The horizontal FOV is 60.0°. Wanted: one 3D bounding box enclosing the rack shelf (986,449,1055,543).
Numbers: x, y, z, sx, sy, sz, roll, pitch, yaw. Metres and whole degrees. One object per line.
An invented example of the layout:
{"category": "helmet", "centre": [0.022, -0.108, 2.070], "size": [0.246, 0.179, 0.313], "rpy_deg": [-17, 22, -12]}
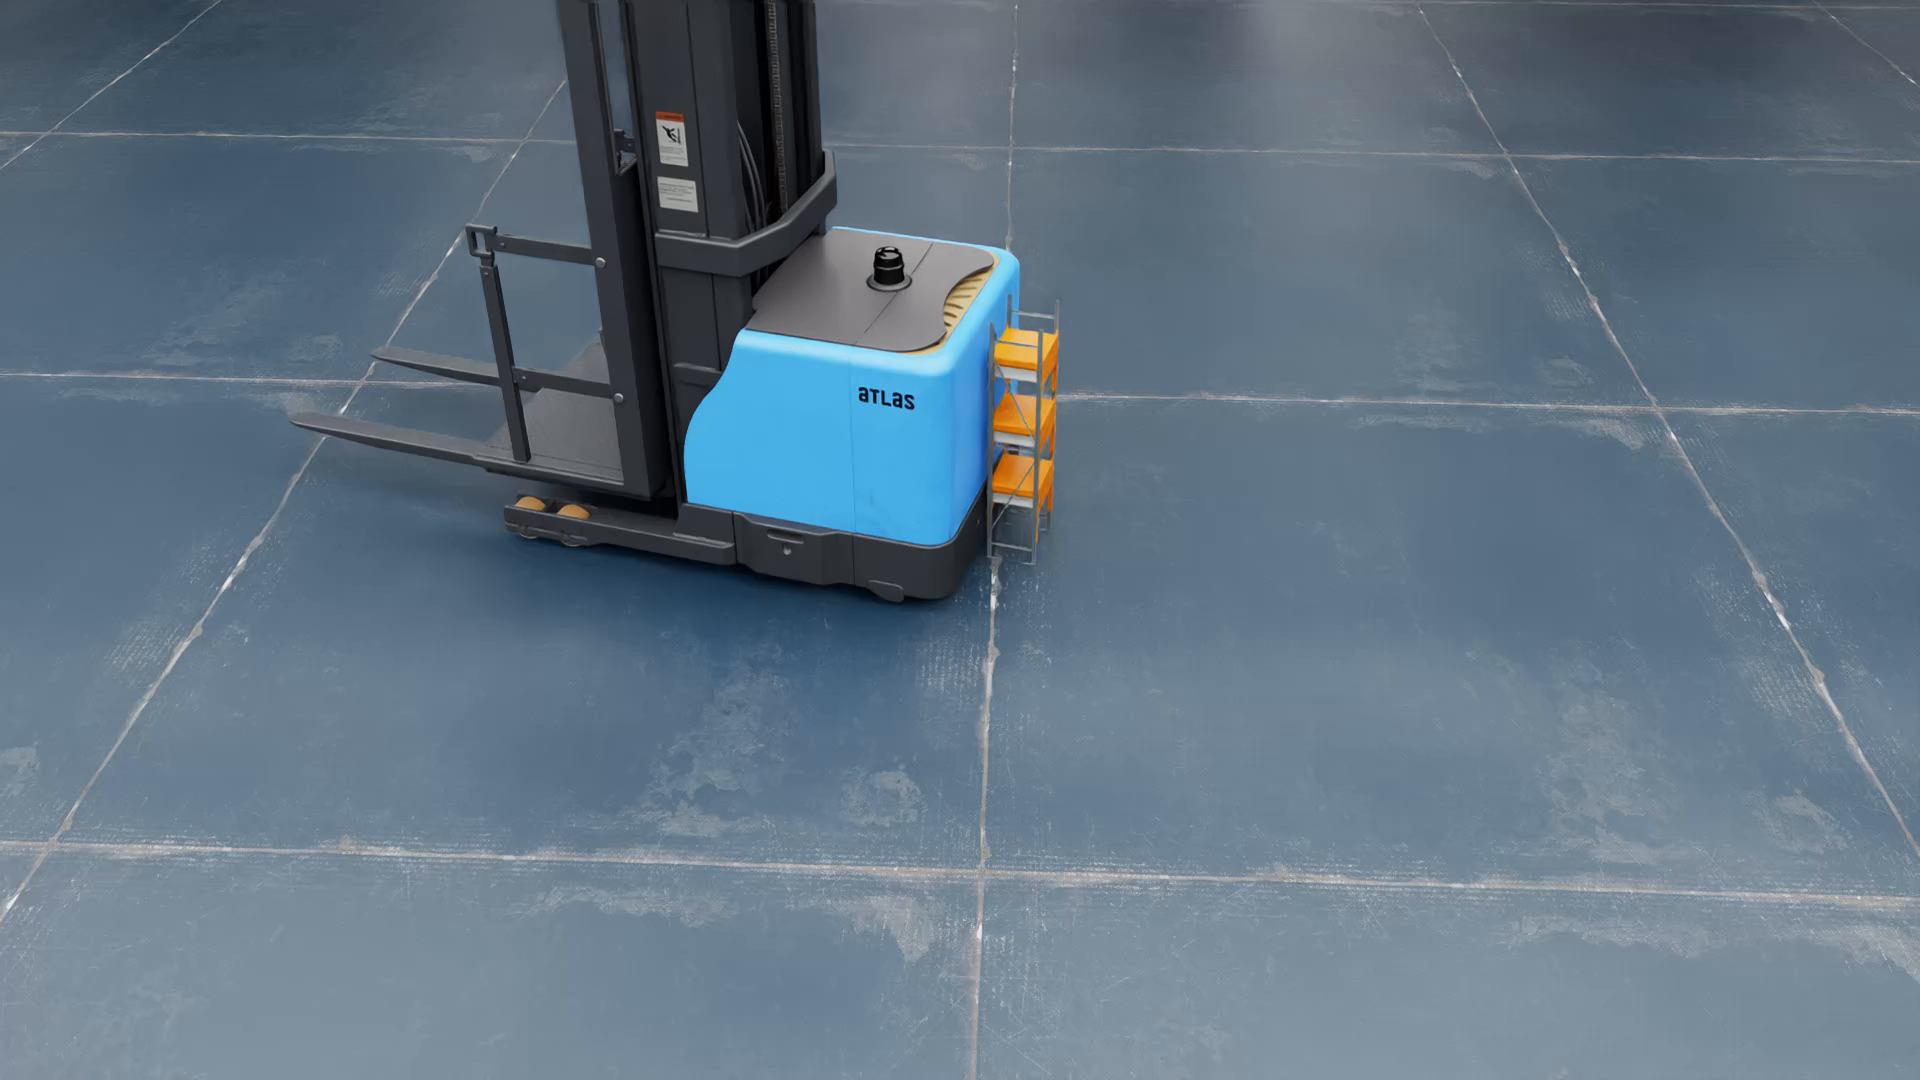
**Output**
{"category": "rack shelf", "centre": [0.239, -0.175, 6.588], "size": [0.215, 0.259, 0.240], "rpy_deg": [10, 36, 14]}

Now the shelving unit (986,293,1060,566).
{"category": "shelving unit", "centre": [0.239, -0.411, 6.422], "size": [0.215, 1.050, 0.252], "rpy_deg": [10, 36, 14]}

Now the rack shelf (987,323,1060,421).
{"category": "rack shelf", "centre": [0.239, -0.635, 6.265], "size": [0.215, 0.259, 0.240], "rpy_deg": [10, 36, 14]}

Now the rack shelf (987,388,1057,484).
{"category": "rack shelf", "centre": [0.239, -0.403, 6.428], "size": [0.215, 0.259, 0.240], "rpy_deg": [10, 36, 14]}

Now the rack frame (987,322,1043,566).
{"category": "rack frame", "centre": [0.204, -0.344, 6.326], "size": [0.200, 1.050, 0.008], "rpy_deg": [10, 36, 14]}

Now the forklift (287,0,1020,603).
{"category": "forklift", "centre": [-1.328, -1.449, 6.263], "size": [3.031, 2.935, 1.130], "rpy_deg": [10, 36, 14]}

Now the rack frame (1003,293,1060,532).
{"category": "rack frame", "centre": [0.274, -0.478, 6.518], "size": [0.200, 1.050, 0.008], "rpy_deg": [10, 36, 14]}
